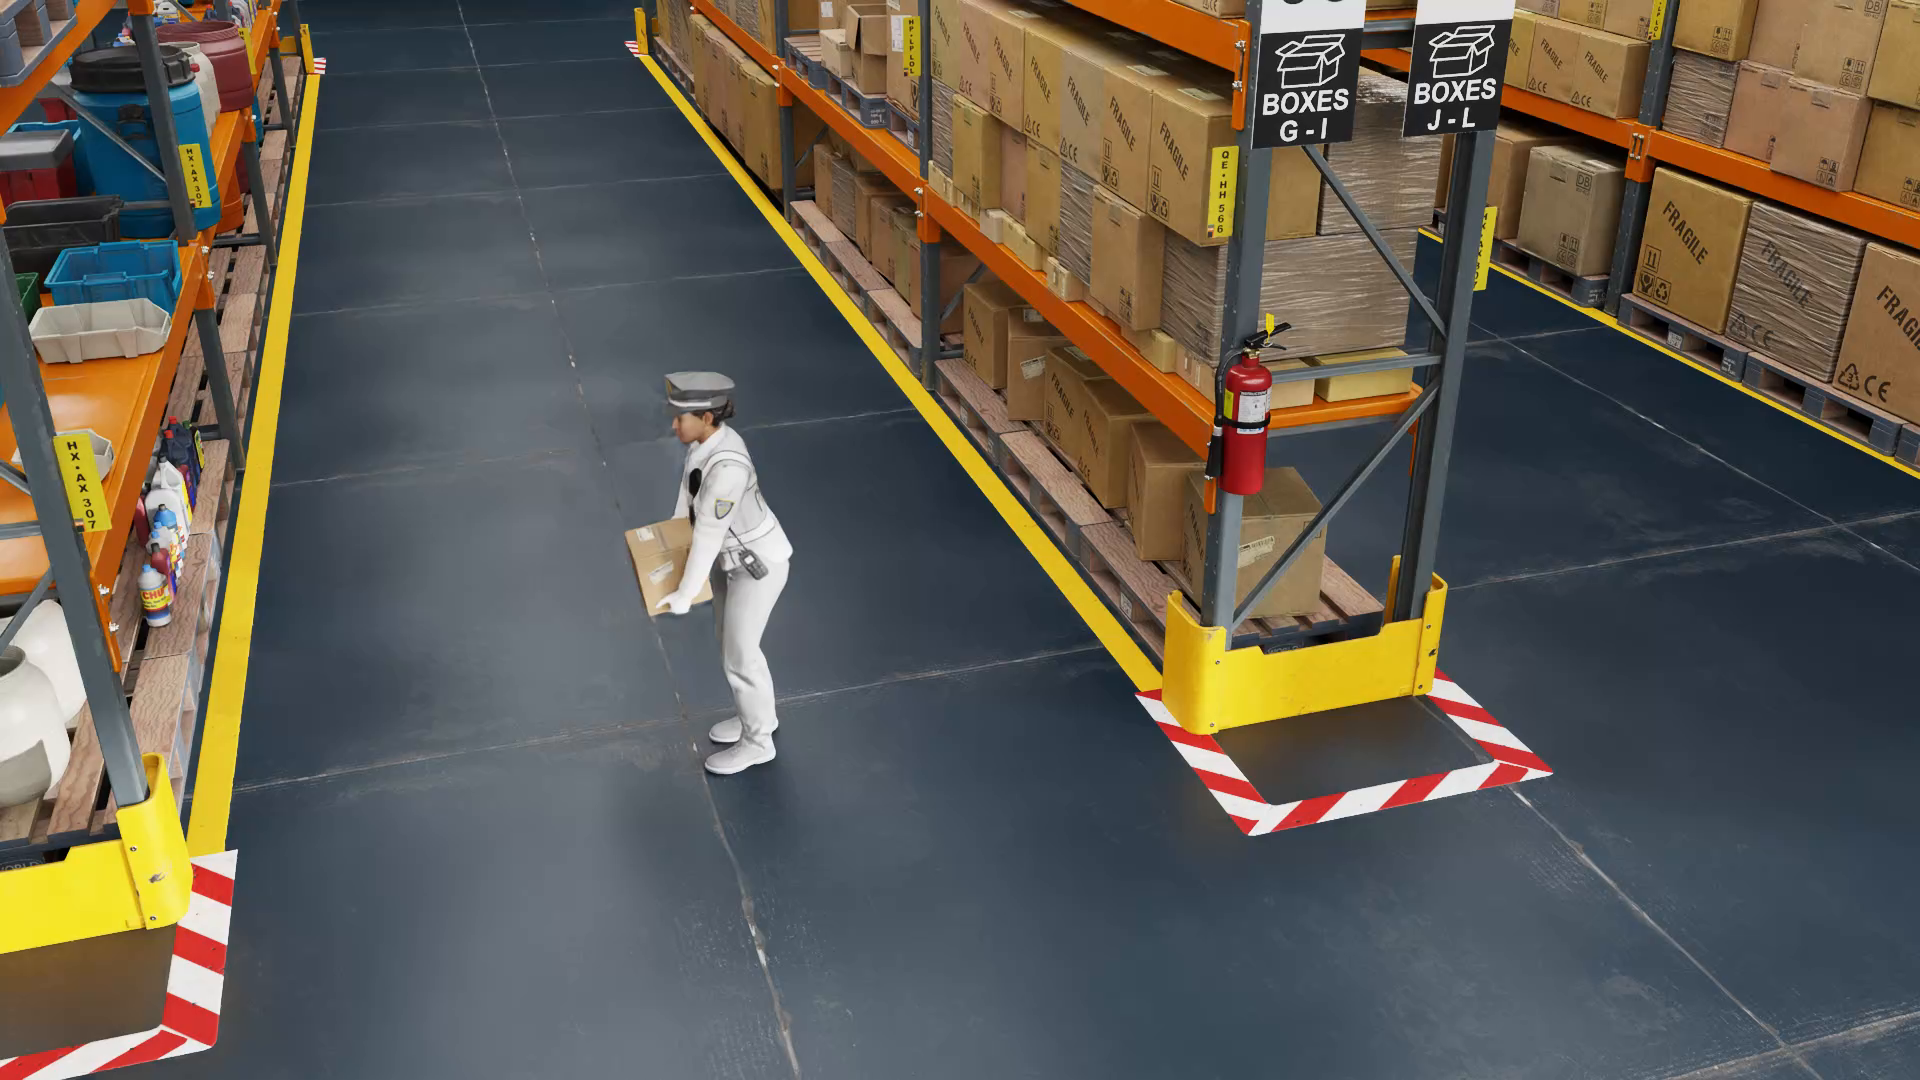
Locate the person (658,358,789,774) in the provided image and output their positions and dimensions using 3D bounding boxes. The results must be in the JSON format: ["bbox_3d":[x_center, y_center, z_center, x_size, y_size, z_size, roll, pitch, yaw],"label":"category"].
[{"bbox_3d":[-0.901,0.101,6.389,0.547,1.689,0.459,-8,28,-15],"label":"person"}]
